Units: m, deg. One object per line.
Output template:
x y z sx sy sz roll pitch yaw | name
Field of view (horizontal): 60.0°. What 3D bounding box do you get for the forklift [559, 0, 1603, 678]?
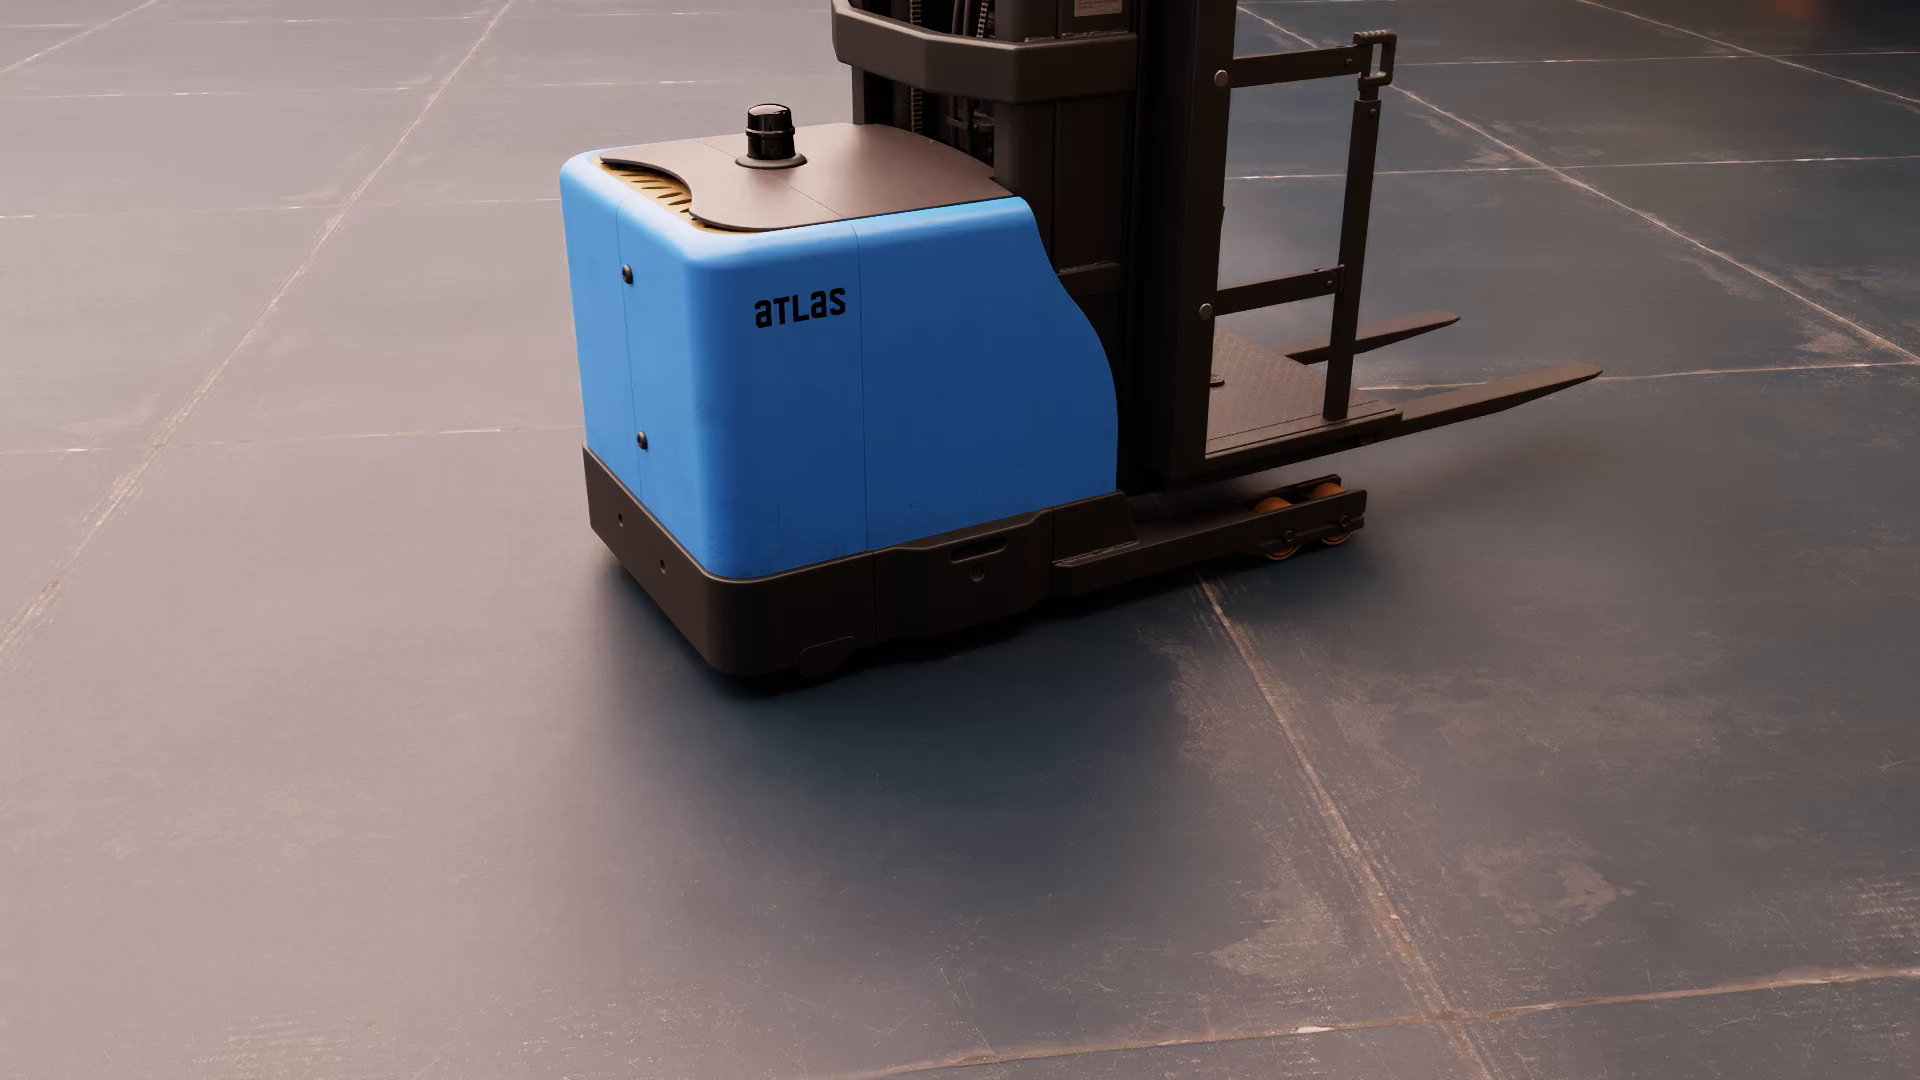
0.529 -1.451 4.240 3.031 2.935 1.130 -14 29 -26 | forklift
